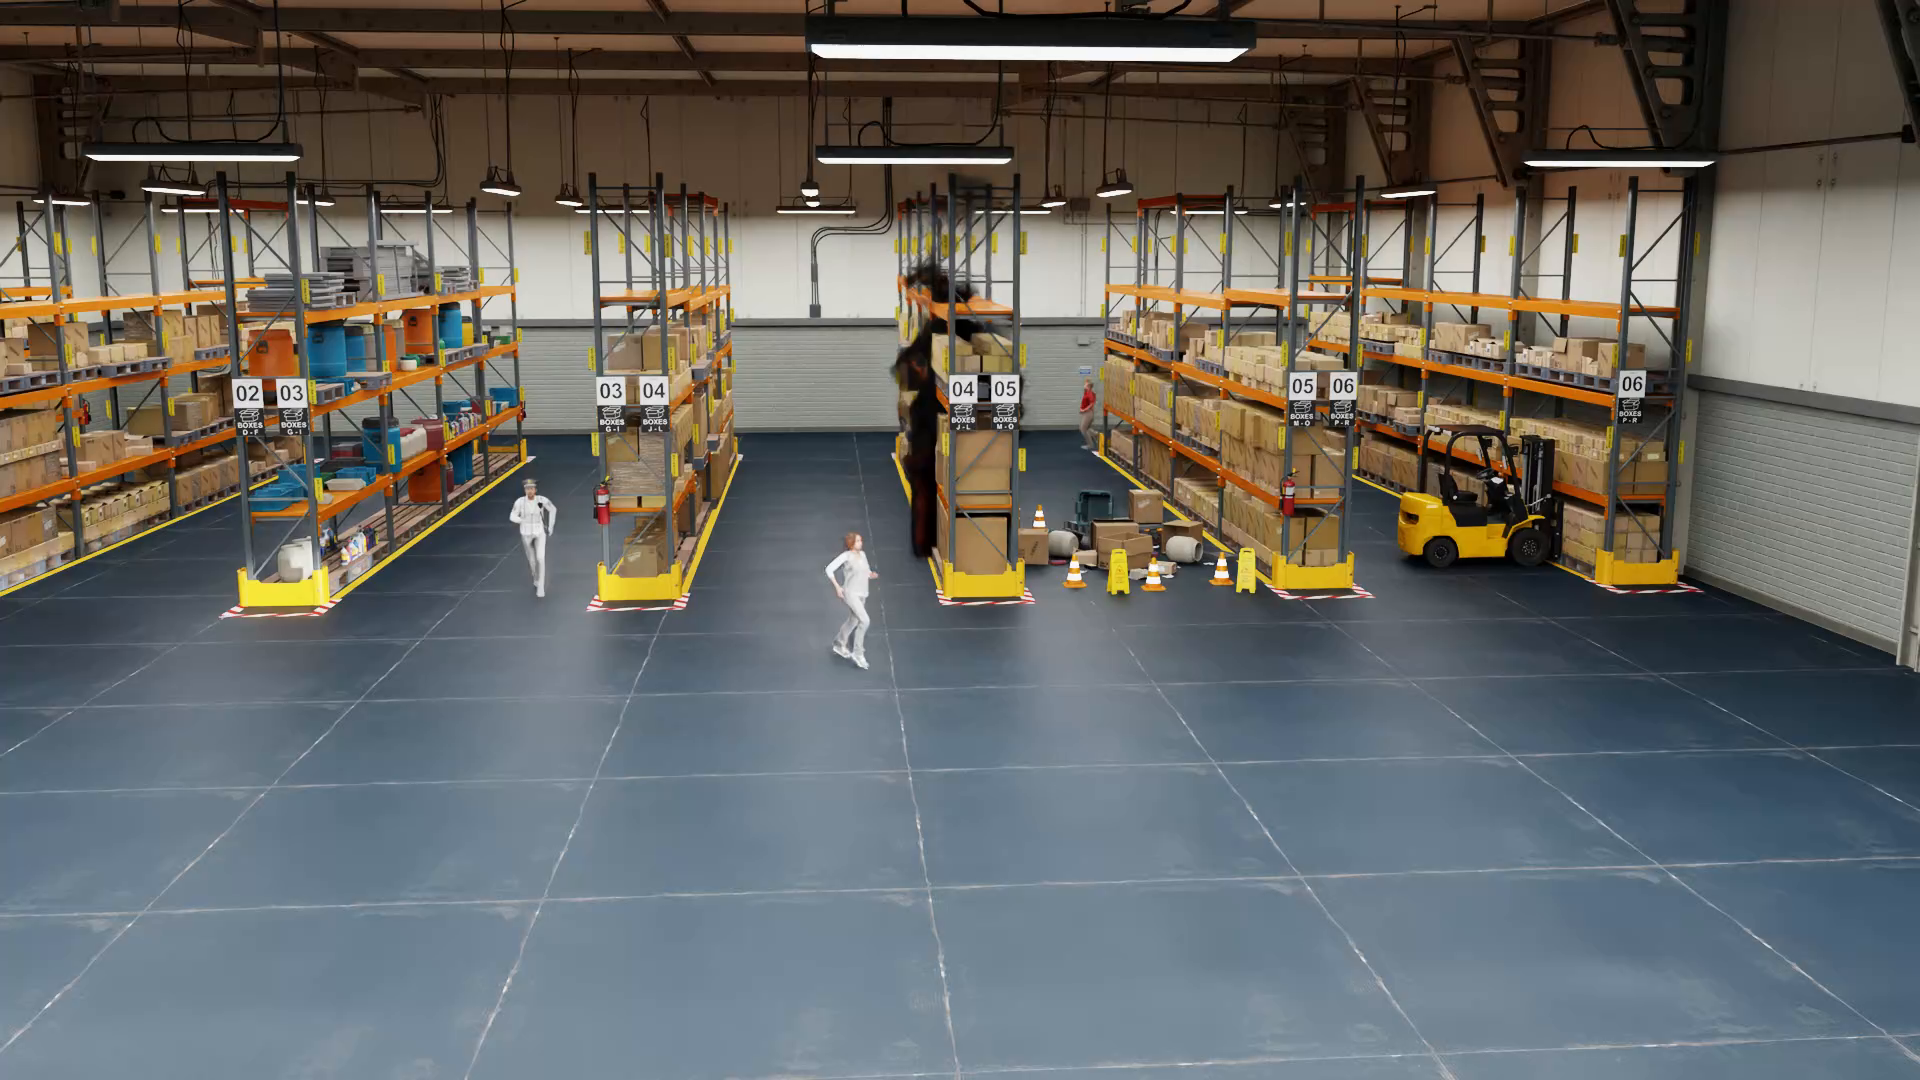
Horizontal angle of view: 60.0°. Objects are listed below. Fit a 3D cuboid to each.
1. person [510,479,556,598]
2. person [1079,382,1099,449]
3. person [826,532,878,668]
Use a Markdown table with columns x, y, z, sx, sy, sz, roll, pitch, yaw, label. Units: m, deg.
| x | y | z | sx | sy | sz | roll | pitch | yaw | label |
| --- | --- | --- | --- | --- | --- | --- | --- | --- | --- |
| -6.213 | -0.056 | 24.242 | 0.630 | 1.720 | 0.808 | -1 | 10 | -6 | person |
| 3.240 | -3.111 | 41.534 | 0.553 | 1.683 | 0.693 | 1 | 10 | 6 | person |
| -1.280 | 0.711 | 20.066 | 0.710 | 1.641 | 0.505 | 6 | 12 | 31 | person |
